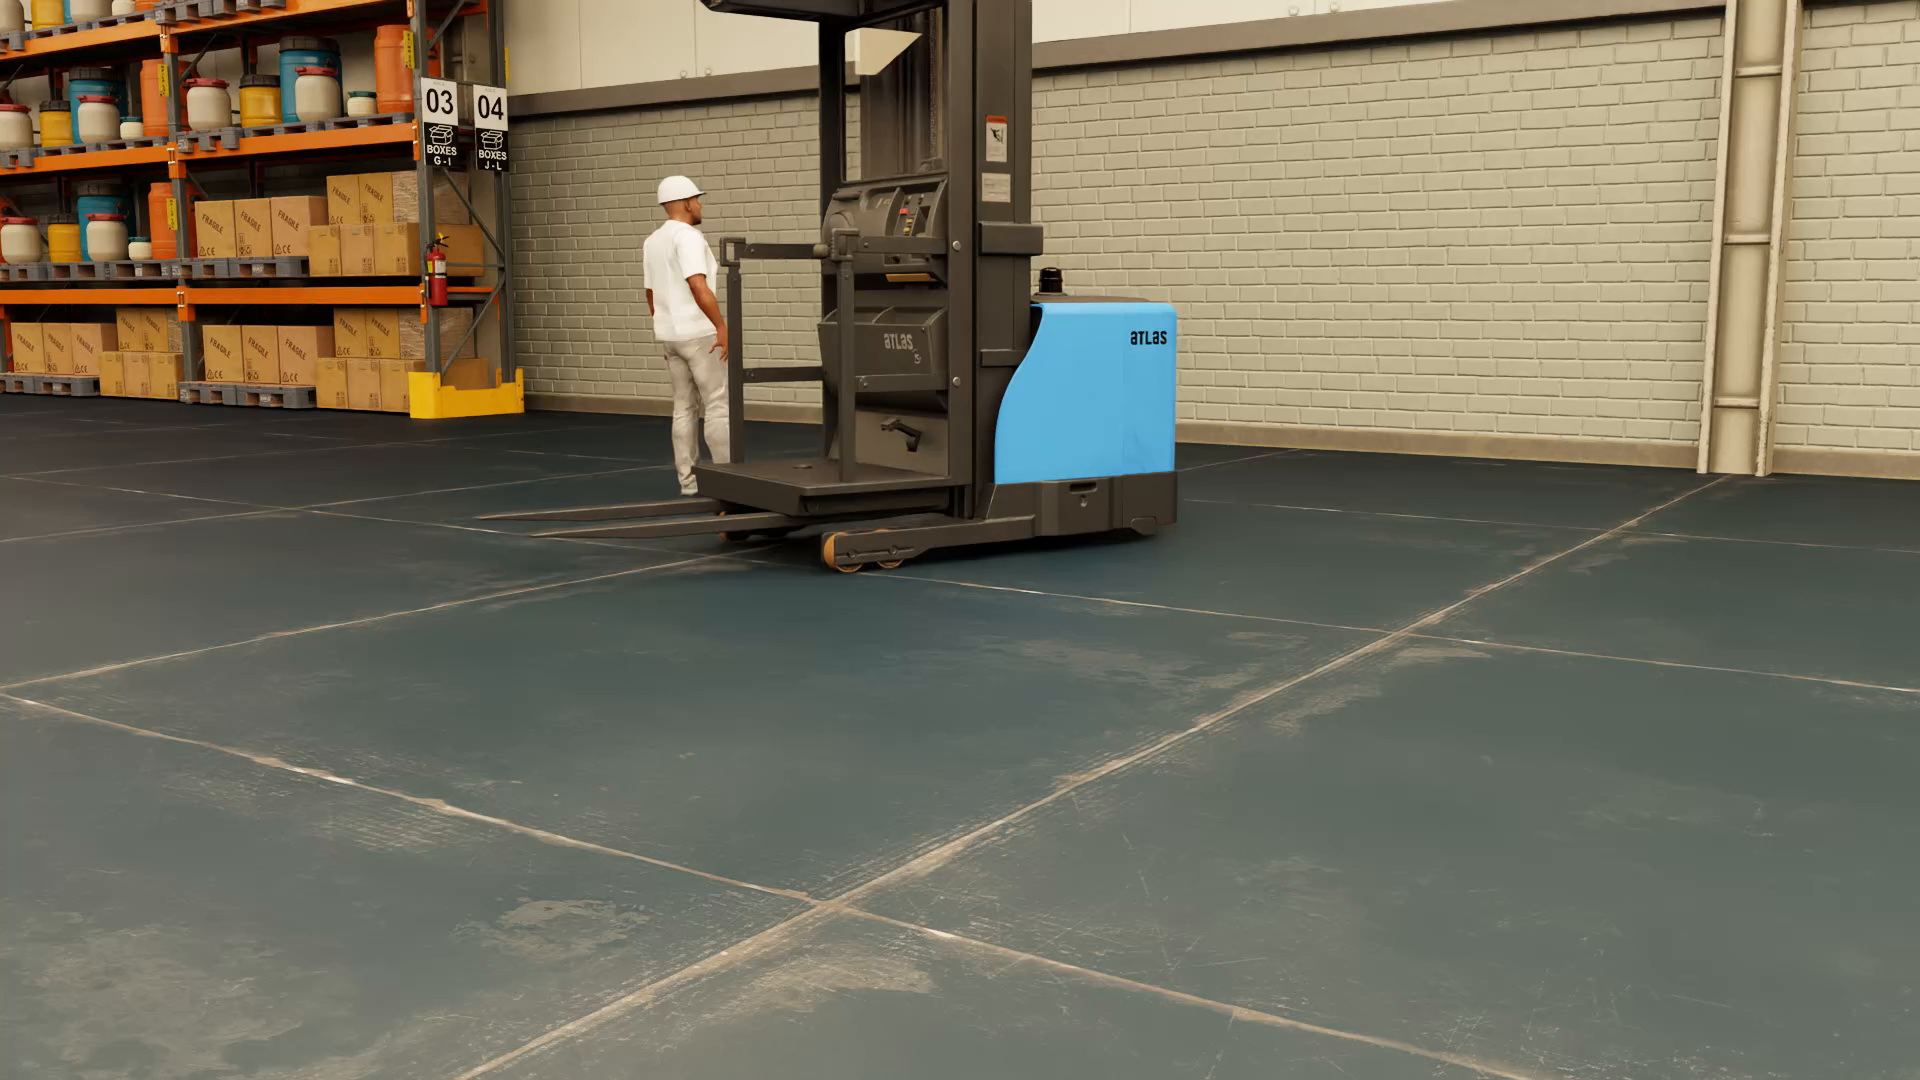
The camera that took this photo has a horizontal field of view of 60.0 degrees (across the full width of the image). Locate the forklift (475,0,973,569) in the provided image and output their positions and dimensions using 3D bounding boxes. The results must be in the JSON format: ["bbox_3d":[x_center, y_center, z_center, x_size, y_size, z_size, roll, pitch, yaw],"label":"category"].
[{"bbox_3d":[-0.510,-1.404,7.065,3.031,2.935,1.121,-5,10,-33],"label":"forklift"}]

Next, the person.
[{"bbox_3d":[-1.438,-1.141,9.331,0.573,1.770,0.691,-7,10,-39],"label":"person"}]
